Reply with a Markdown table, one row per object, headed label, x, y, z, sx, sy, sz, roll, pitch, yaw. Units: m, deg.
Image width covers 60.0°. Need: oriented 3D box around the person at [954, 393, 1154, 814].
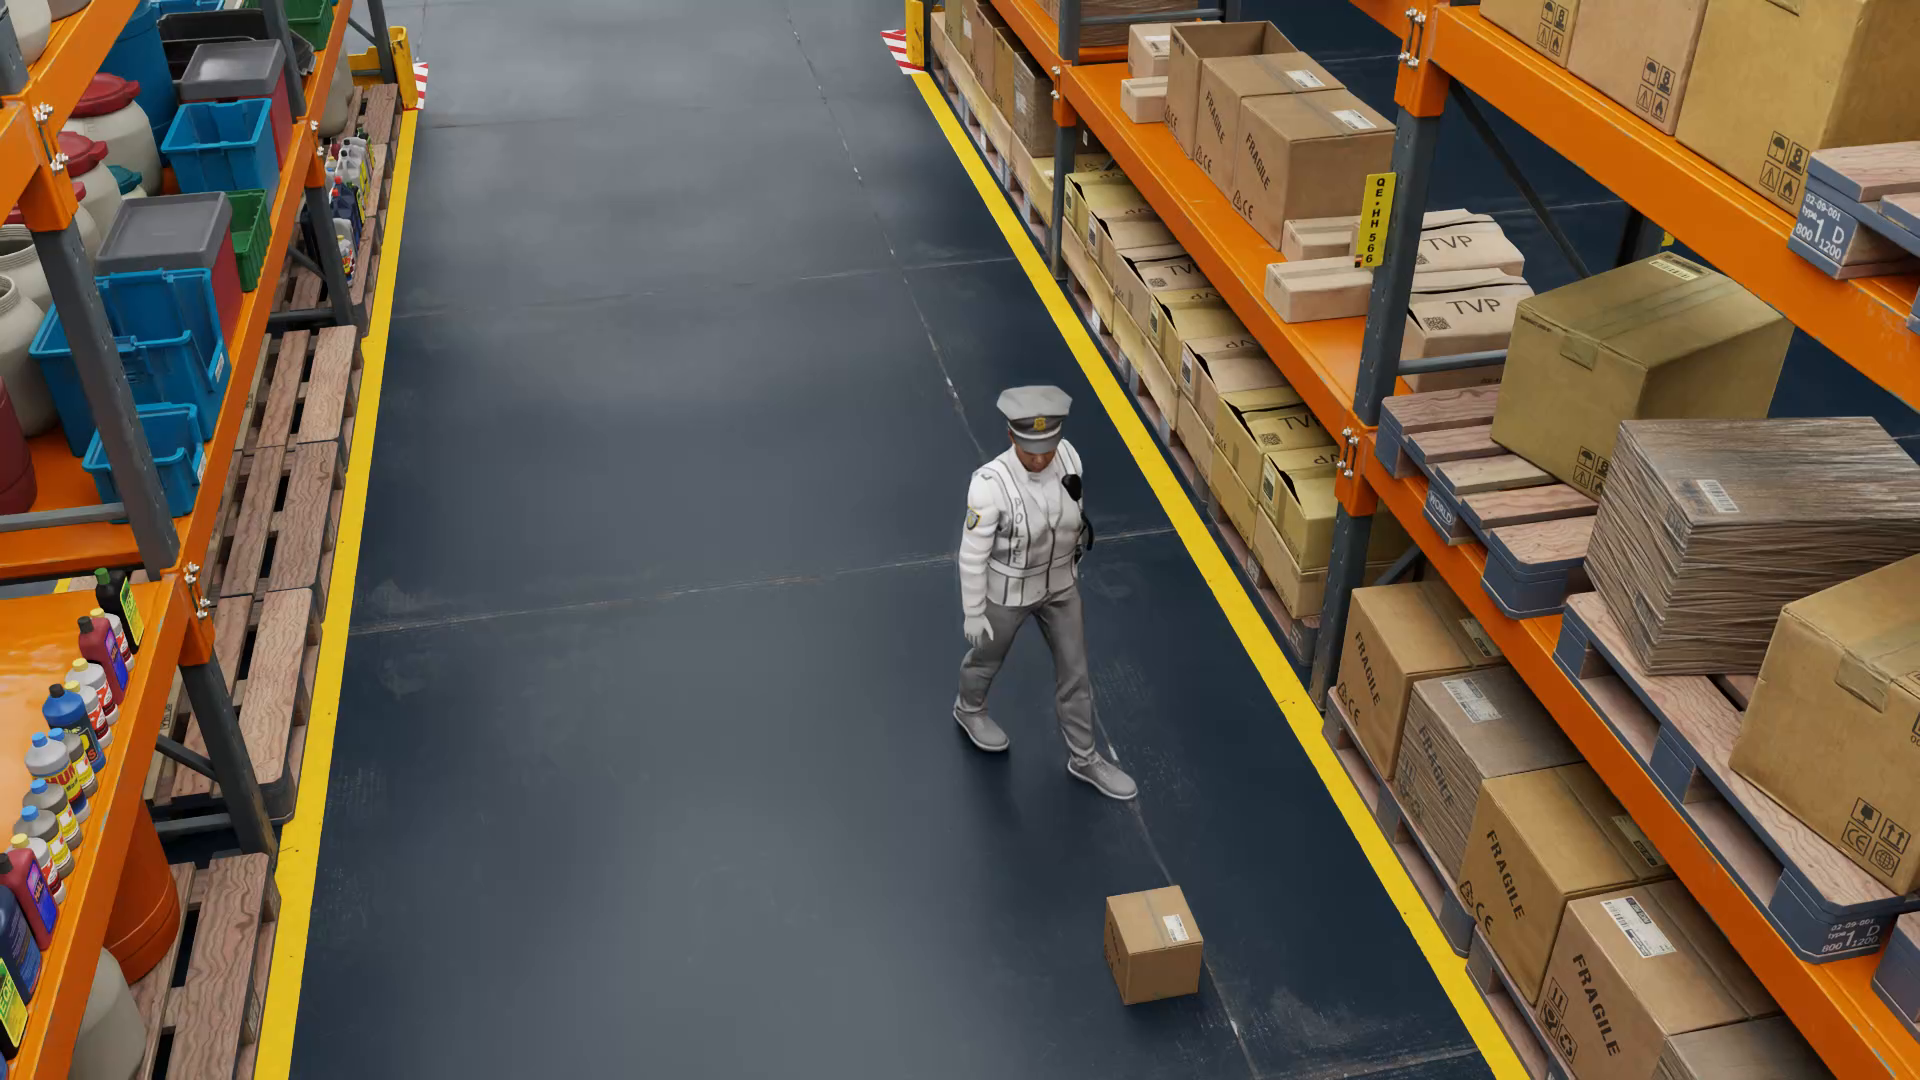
| label | x | y | z | sx | sy | sz | roll | pitch | yaw |
| --- | --- | --- | --- | --- | --- | --- | --- | --- | --- |
| person | 0.283 | 0.203 | 5.832 | 0.554 | 1.623 | 0.837 | -19 | 39 | -25 |
